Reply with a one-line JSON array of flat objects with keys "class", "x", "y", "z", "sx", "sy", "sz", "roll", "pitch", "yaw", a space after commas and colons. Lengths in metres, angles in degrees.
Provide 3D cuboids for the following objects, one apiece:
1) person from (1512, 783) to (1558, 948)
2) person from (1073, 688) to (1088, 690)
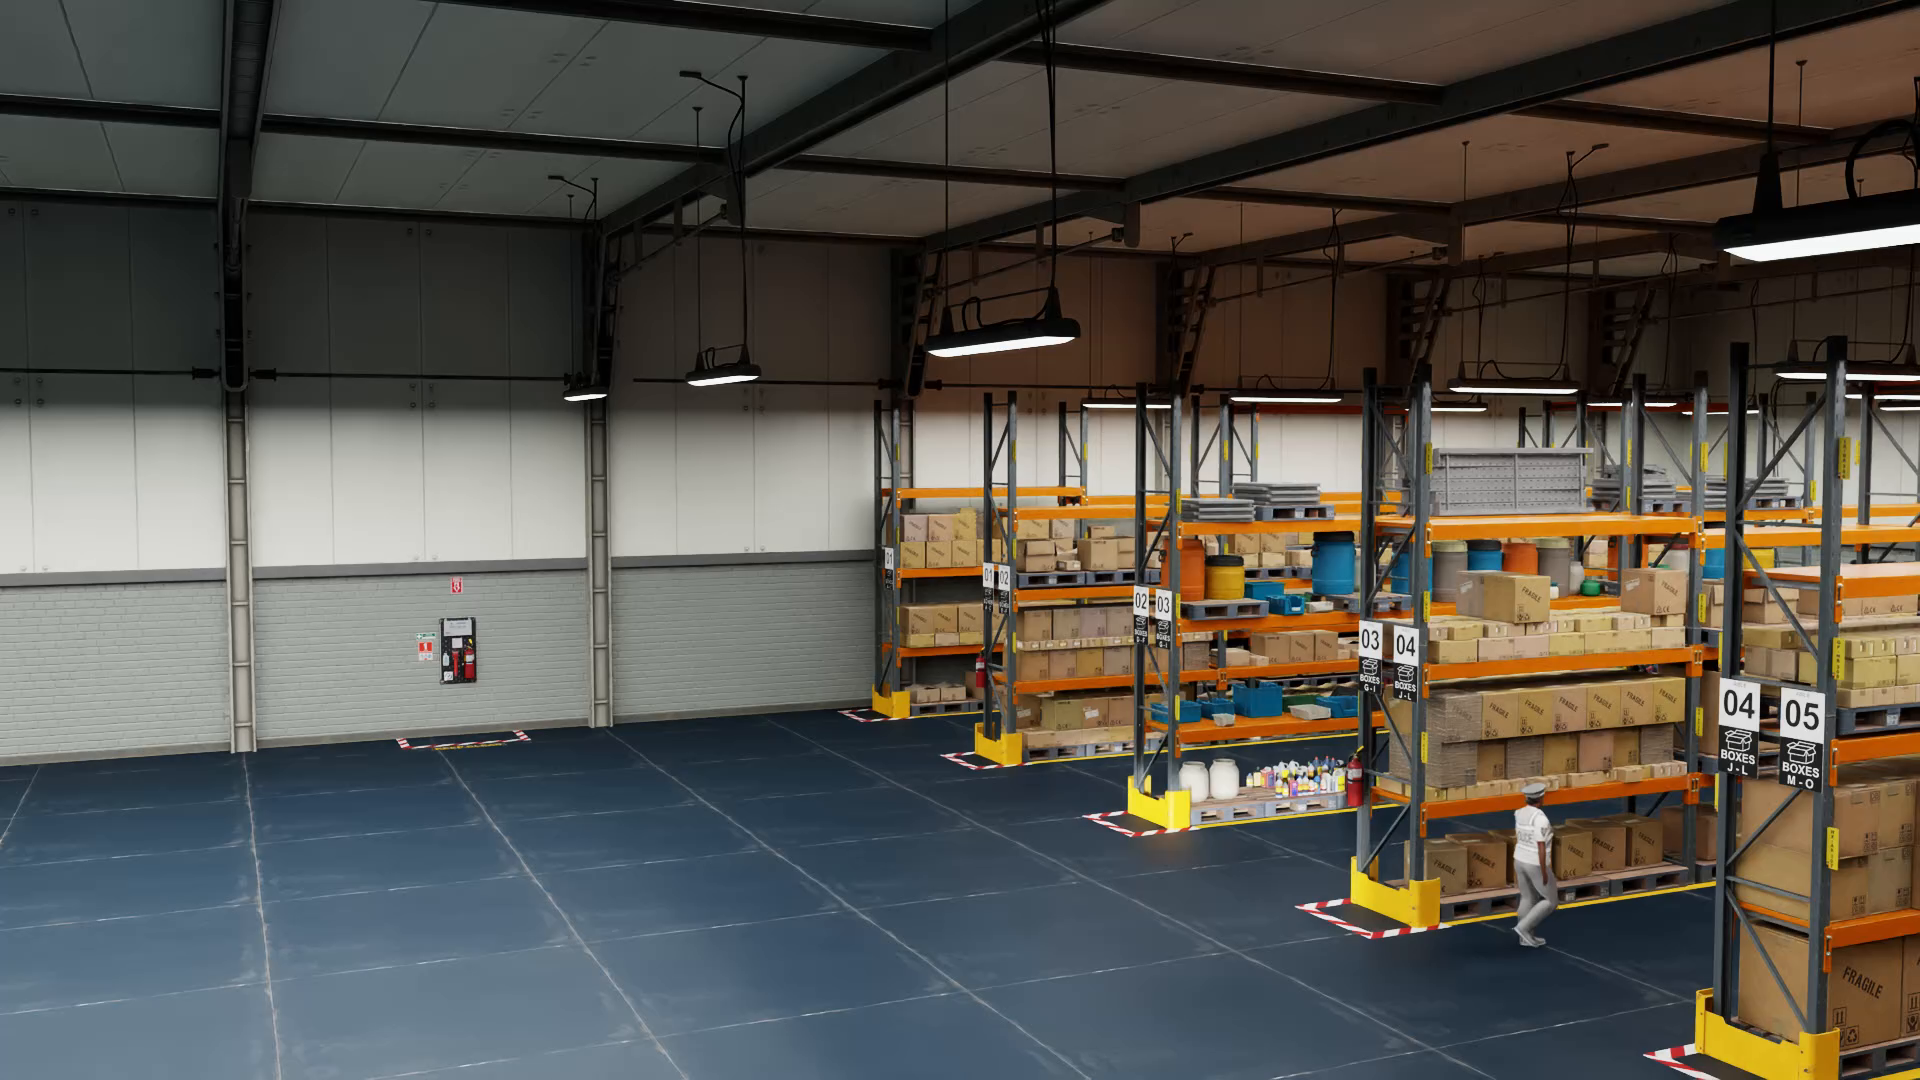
[{"class": "person", "x": 5.826, "y": 3.337, "z": 17.028, "sx": 0.471, "sy": 1.675, "sz": 0.498, "roll": -1, "pitch": 4, "yaw": -20}, {"class": "person", "x": 2.126, "y": 2.537, "z": 29.925, "sx": 0.551, "sy": 1.787, "sz": 0.573, "roll": -2, "pitch": 4, "yaw": -25}]
